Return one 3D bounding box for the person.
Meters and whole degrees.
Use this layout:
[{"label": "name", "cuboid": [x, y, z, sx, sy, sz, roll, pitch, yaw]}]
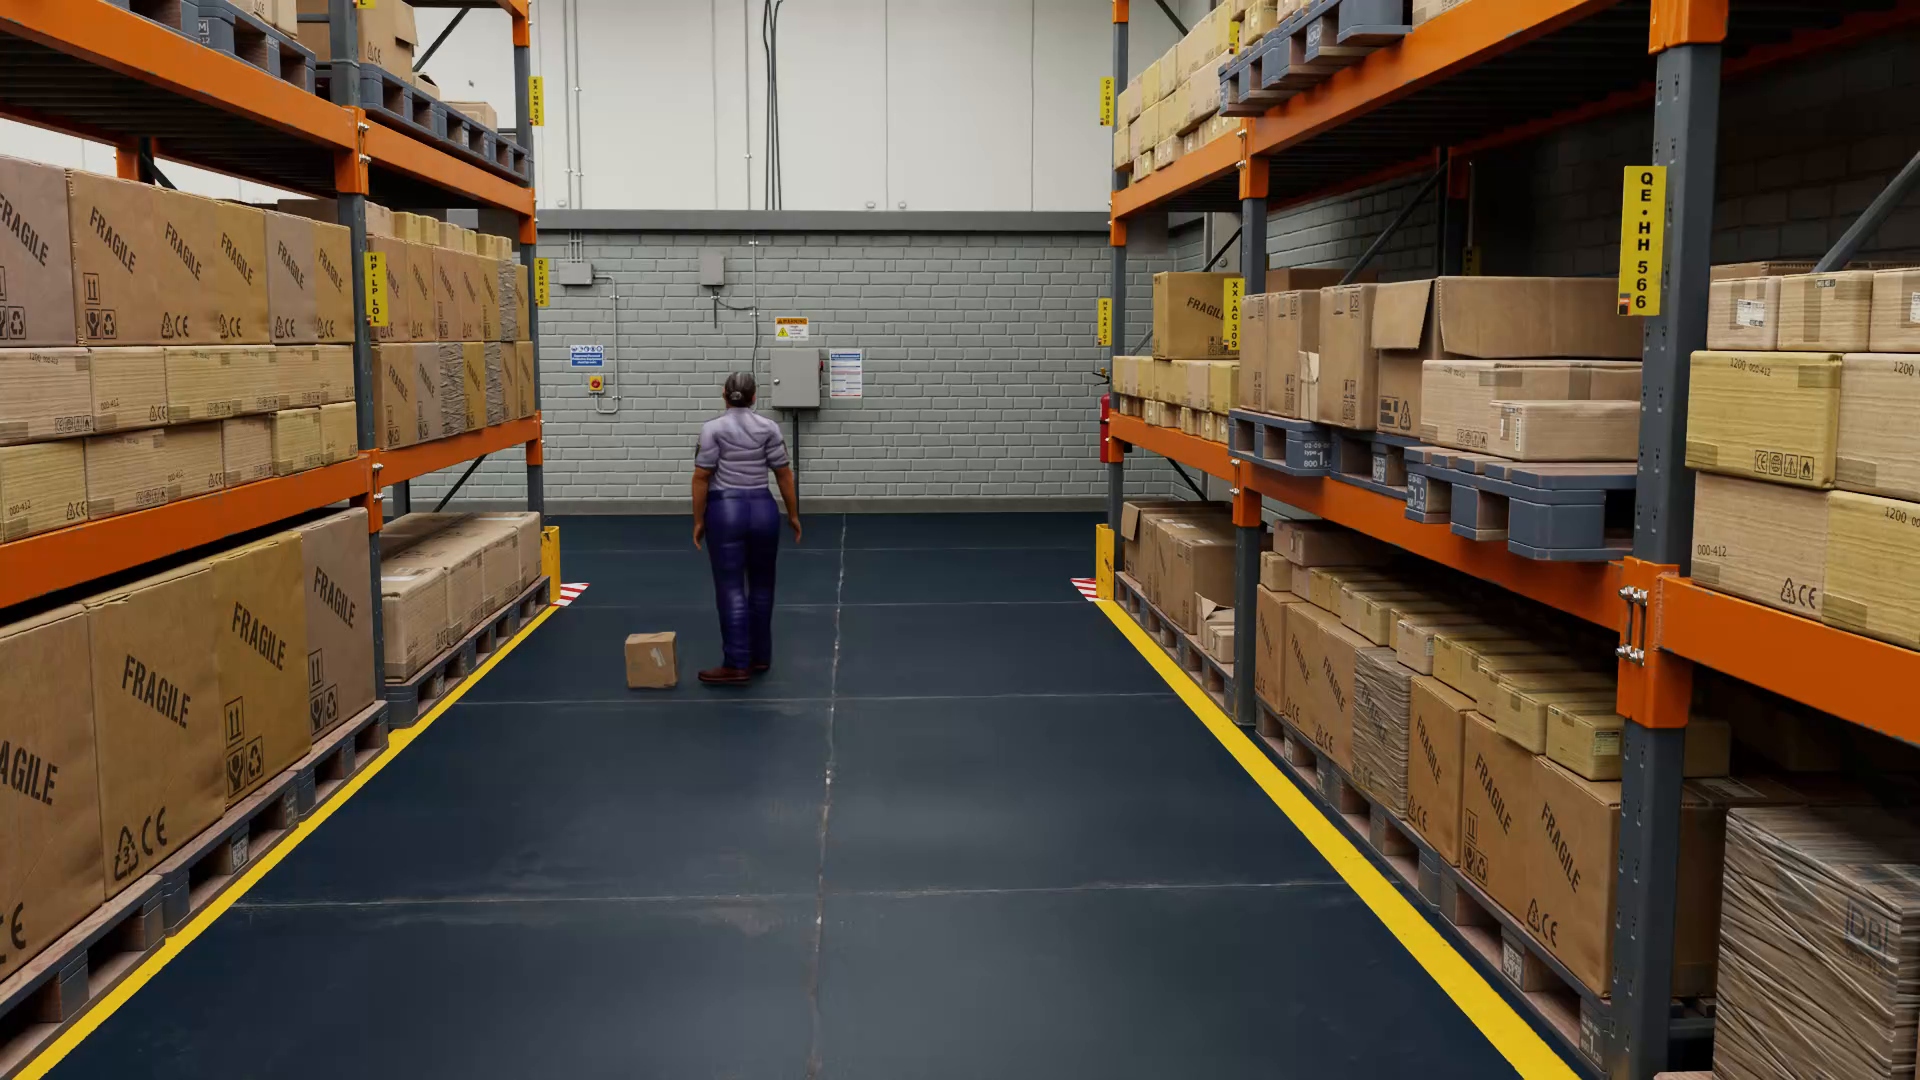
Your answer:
[{"label": "person", "cuboid": [-1.159, -0.090, 8.946, 0.626, 1.634, 0.616, -4, 8, -27]}]
